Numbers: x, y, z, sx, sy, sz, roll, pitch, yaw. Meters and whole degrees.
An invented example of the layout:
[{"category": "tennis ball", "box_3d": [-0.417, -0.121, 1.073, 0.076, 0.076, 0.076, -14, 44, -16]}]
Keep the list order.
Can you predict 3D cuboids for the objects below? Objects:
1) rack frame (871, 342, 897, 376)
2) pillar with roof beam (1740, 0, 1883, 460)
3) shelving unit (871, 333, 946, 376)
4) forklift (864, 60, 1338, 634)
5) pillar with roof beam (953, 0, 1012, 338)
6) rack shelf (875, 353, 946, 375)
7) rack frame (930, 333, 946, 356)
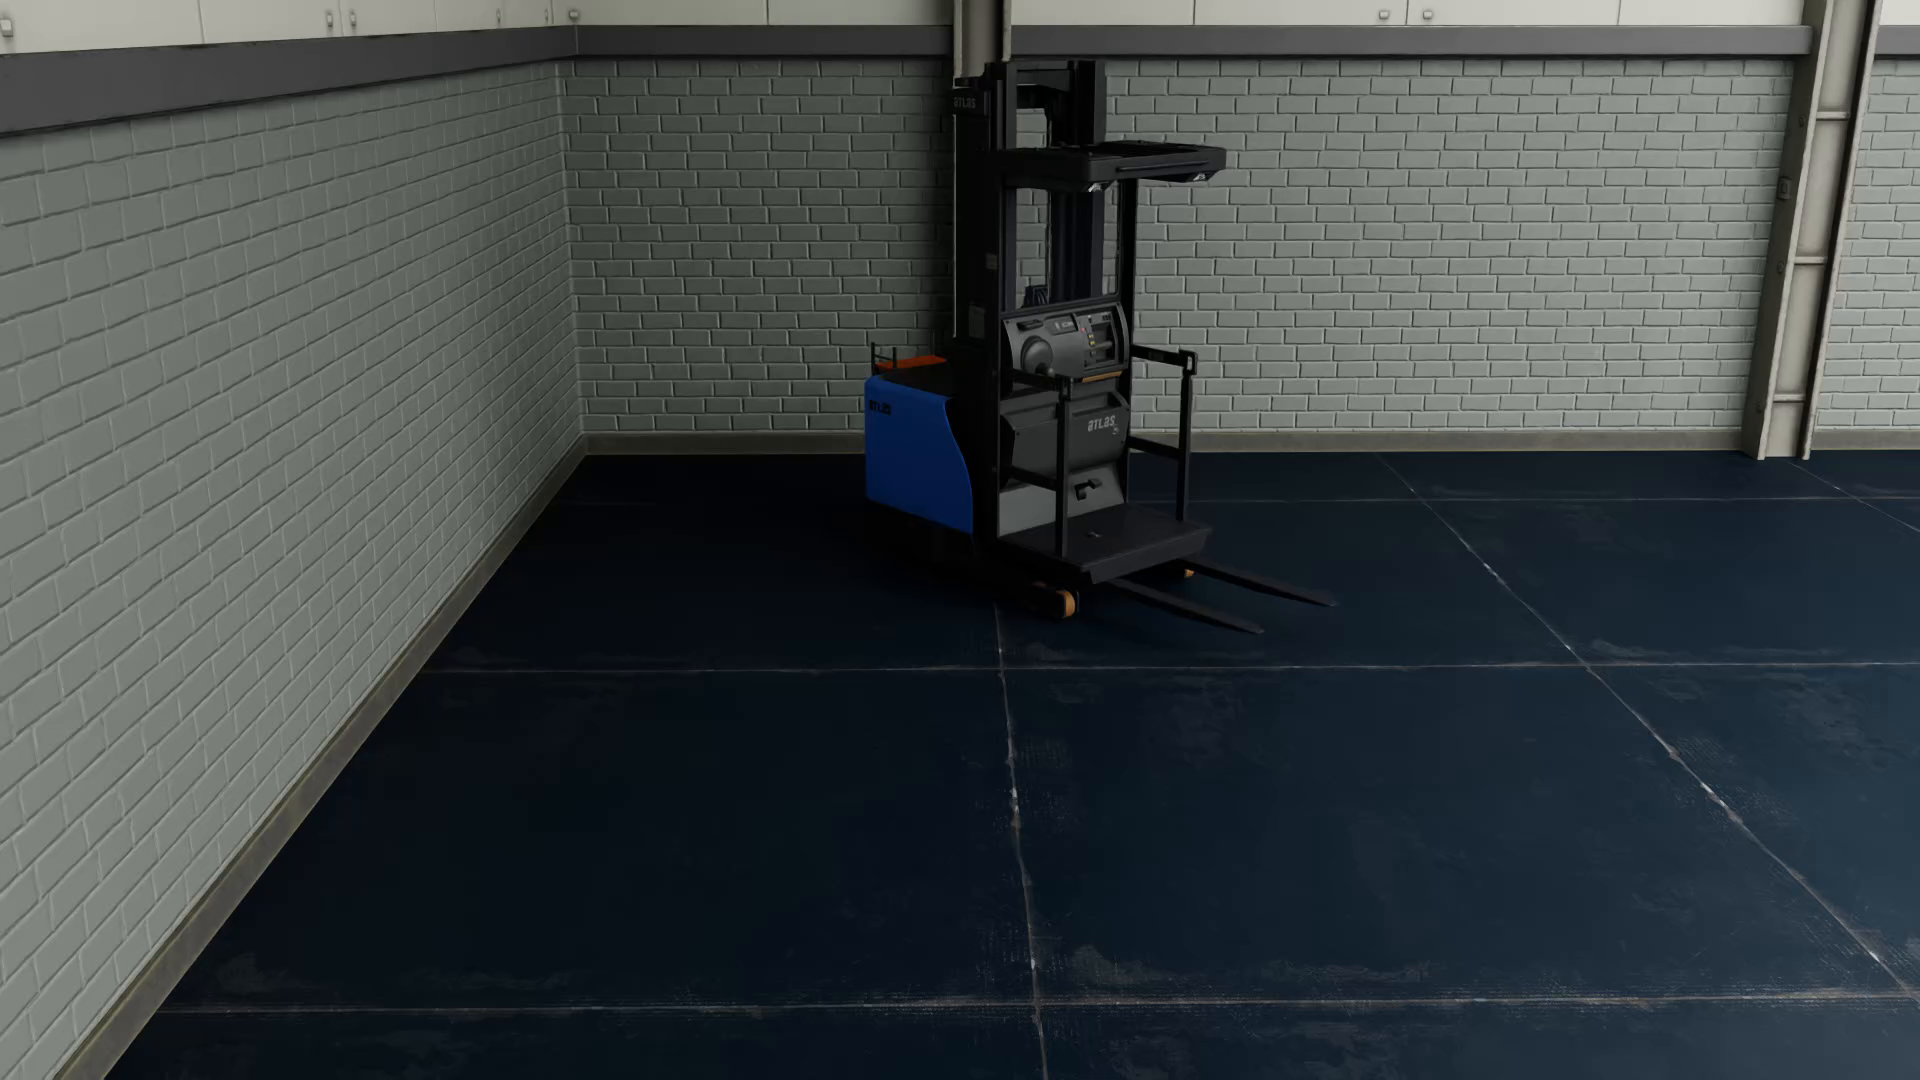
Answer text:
[{"category": "rack frame", "box_3d": [-0.477, -0.653, 10.619, 0.015, 1.200, 0.240, -15, 23, -39]}, {"category": "pillar with roof beam", "box_3d": [6.217, -3.619, 7.097, 0.400, 9.000, 9.100, 0, 18, -1]}, {"category": "shelving unit", "box_3d": [-0.294, -0.702, 10.772, 0.503, 1.200, 0.258, -15, 23, -39]}, {"category": "forklift", "box_3d": [0.748, -1.130, 9.271, 1.130, 2.935, 3.031, -15, 23, -39]}, {"category": "pillar with roof beam", "box_3d": [0.218, -3.590, 7.007, 0.400, 9.000, 9.100, 0, 18, -1]}, {"category": "rack shelf", "box_3d": [-0.294, -1.077, 10.653, 0.480, 0.148, 0.258, -15, 23, -39]}, {"category": "rack frame", "box_3d": [-0.110, -0.751, 10.925, 0.015, 1.200, 0.240, -15, 23, -39]}]
